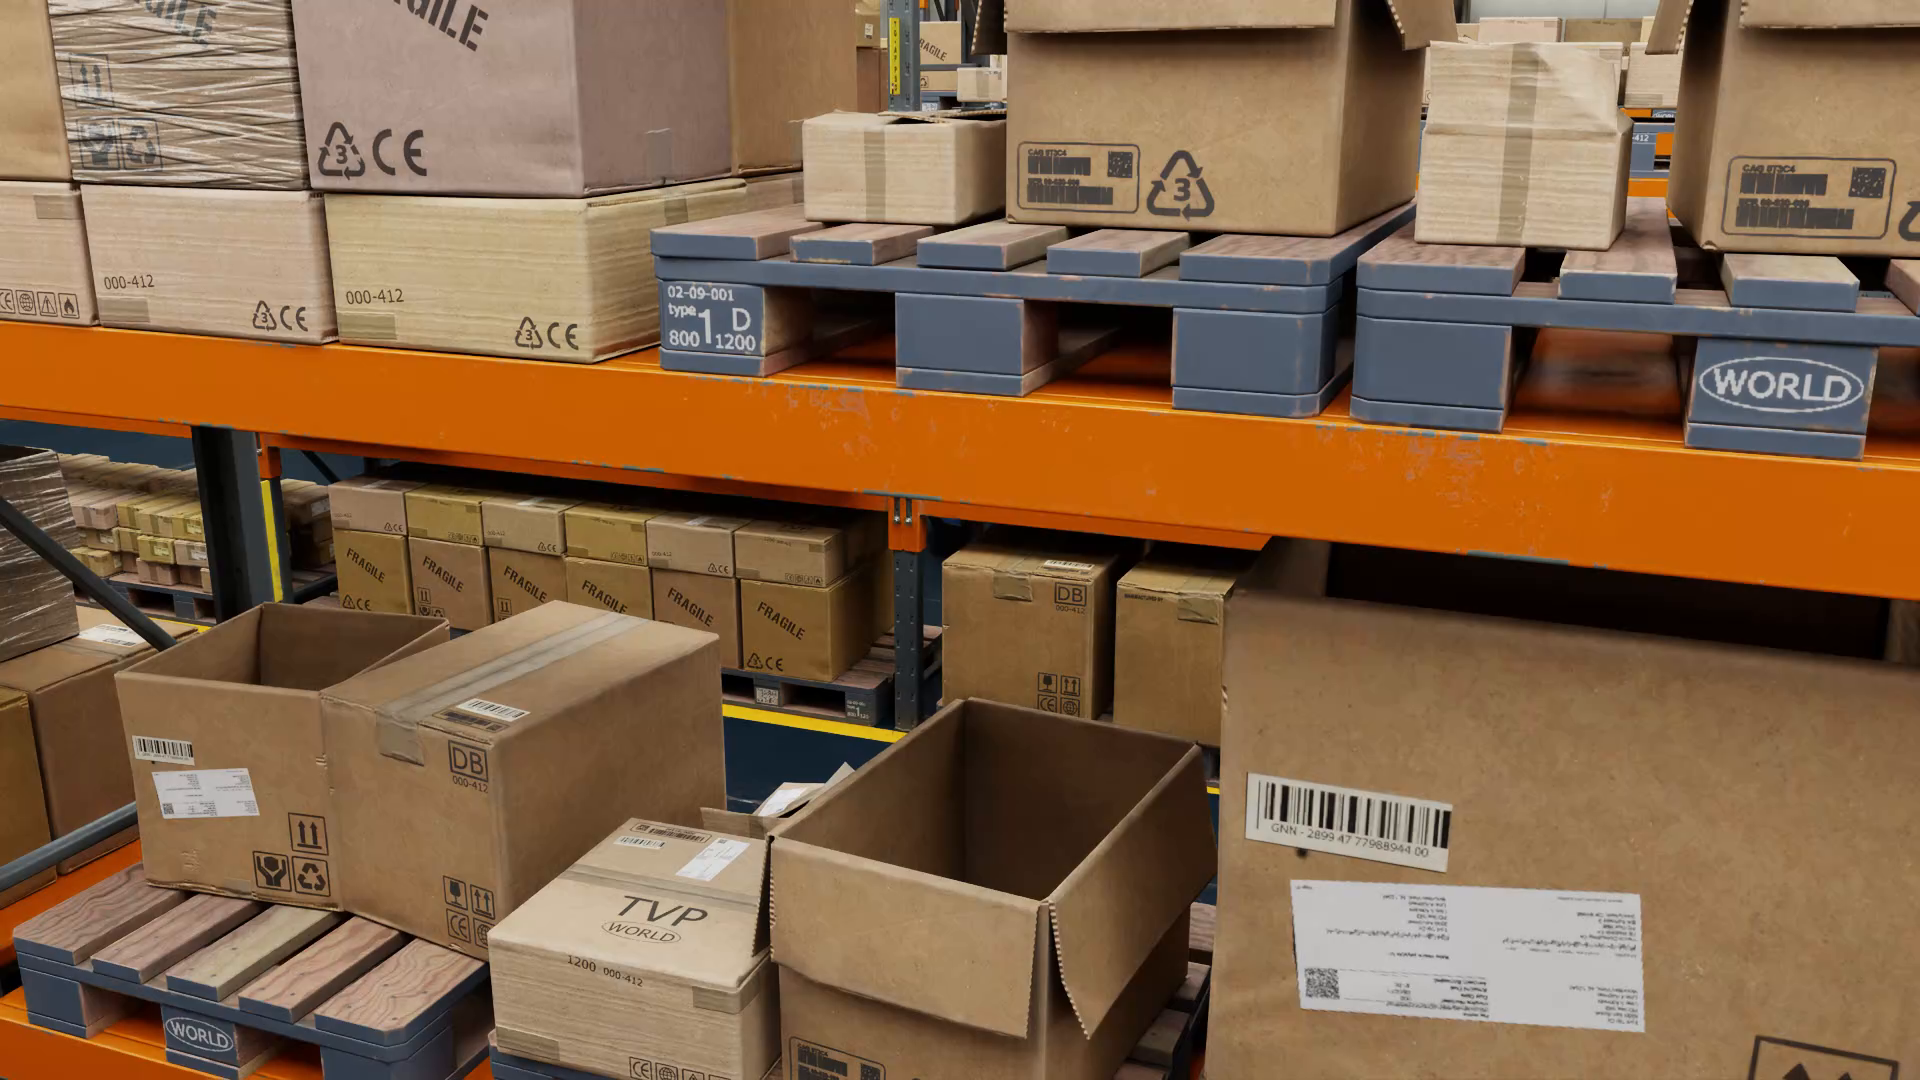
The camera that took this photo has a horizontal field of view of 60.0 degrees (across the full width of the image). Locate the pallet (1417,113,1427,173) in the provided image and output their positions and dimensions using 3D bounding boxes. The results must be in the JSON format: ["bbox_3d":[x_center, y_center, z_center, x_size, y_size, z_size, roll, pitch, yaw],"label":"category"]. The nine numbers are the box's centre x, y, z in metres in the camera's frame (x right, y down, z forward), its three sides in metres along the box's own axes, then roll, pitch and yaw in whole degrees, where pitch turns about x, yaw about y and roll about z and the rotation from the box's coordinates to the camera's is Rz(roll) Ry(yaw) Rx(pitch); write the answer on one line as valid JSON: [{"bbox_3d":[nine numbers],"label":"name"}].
[{"bbox_3d":[1.572,-1.787,7.406,1.213,0.211,1.003,7,18,23],"label":"pallet"}]

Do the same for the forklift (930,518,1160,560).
[{"bbox_3d":[1.280,-1.111,10.243,3.031,2.935,1.130,12,20,36],"label":"forklift"}]

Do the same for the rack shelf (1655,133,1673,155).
[{"bbox_3d":[3.495,-2.787,11.804,4.000,0.370,1.077,6,17,21],"label":"rack shelf"}]

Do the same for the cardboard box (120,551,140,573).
[{"bbox_3d":[-4.979,0.087,10.354,0.250,0.149,0.380,6,17,19],"label":"cardboard box"}]

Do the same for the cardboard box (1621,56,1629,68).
[{"bbox_3d":[4.290,-3.133,11.220,0.500,0.250,0.500,7,17,21],"label":"cardboard box"}]

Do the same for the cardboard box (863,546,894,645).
[{"bbox_3d":[-0.652,0.258,9.136,0.500,0.500,0.500,6,17,18],"label":"cardboard box"}]

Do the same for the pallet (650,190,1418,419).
[{"bbox_3d":[0.218,-0.464,2.847,1.003,0.211,1.213,6,17,21],"label":"pallet"}]

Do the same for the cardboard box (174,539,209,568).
[{"bbox_3d":[-4.474,0.039,9.987,0.250,0.149,0.380,5,17,18],"label":"cardboard box"}]

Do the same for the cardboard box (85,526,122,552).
[{"bbox_3d":[-5.172,-0.056,10.314,0.250,0.149,0.380,7,17,22],"label":"cardboard box"}]

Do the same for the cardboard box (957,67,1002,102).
[{"bbox_3d":[0.164,-2.096,7.652,0.250,0.149,0.380,6,17,18],"label":"cardboard box"}]

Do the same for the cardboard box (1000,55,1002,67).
[{"bbox_3d":[0.644,-3.639,12.515,0.500,0.500,0.700,5,17,18],"label":"cardboard box"}]

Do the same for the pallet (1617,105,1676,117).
[{"bbox_3d":[4.821,-2.929,11.338,1.003,0.211,1.213,6,17,21],"label":"pallet"}]

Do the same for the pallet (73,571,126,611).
[{"bbox_3d":[-5.585,0.144,10.800,1.213,0.211,1.003,6,17,21],"label":"pallet"}]

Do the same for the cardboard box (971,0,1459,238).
[{"bbox_3d":[0.442,-0.779,2.658,0.637,0.503,0.797,7,18,23],"label":"cardboard box"}]

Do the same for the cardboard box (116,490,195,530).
[{"bbox_3d":[-4.934,-0.185,10.224,0.250,0.149,0.380,7,18,22],"label":"cardboard box"}]

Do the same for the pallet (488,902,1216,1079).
[{"bbox_3d":[-0.145,0.958,3.339,1.213,0.211,1.003,6,17,21],"label":"pallet"}]

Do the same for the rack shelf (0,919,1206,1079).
[{"bbox_3d":[-0.141,1.224,3.369,4.000,0.370,1.077,6,17,21],"label":"rack shelf"}]

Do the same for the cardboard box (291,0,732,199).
[{"bbox_3d":[-0.718,-0.838,2.723,0.500,0.500,0.500,6,17,19],"label":"cardboard box"}]

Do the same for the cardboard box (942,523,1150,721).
[{"bbox_3d":[0.446,0.362,8.329,0.750,0.750,1.050,6,17,20],"label":"cardboard box"}]

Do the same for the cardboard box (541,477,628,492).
[{"bbox_3d":[-2.053,-0.256,9.560,0.500,0.250,0.500,5,17,18],"label":"cardboard box"}]

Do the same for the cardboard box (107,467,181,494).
[{"bbox_3d":[-5.282,-0.350,10.792,0.250,0.149,0.380,6,17,18],"label":"cardboard box"}]

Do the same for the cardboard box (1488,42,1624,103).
[{"bbox_3d":[2.404,-1.881,6.728,0.500,0.250,0.500,6,17,20],"label":"cardboard box"}]

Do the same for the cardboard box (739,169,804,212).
[{"bbox_3d":[-0.537,-0.611,3.285,0.500,0.250,0.500,7,18,22],"label":"cardboard box"}]

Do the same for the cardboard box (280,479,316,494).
[{"bbox_3d":[-4.287,-0.262,10.491,0.250,0.149,0.380,7,18,23],"label":"cardboard box"}]

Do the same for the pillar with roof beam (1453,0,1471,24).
[{"bbox_3d":[3.416,-5.049,12.926,0.400,9.000,9.100,6,17,21],"label":"pillar with roof beam"}]

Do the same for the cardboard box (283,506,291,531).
[{"bbox_3d":[-4.235,-0.099,9.927,0.250,0.149,0.380,7,18,22],"label":"cardboard box"}]

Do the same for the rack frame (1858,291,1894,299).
[{"bbox_3d":[3.634,-0.193,6.959,0.127,3.000,1.000,6,17,21],"label":"rack frame"}]

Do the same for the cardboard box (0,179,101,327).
[{"bbox_3d":[-1.658,-0.581,3.183,0.500,0.250,0.500,7,17,22],"label":"cardboard box"}]

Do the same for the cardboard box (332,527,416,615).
[{"bbox_3d":[-3.218,0.131,9.571,0.500,0.500,0.500,7,18,23],"label":"cardboard box"}]

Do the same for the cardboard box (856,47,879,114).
[{"bbox_3d":[-0.712,-2.084,7.911,0.500,0.500,0.500,6,17,21],"label":"cardboard box"}]

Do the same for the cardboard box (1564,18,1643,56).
[{"bbox_3d":[4.492,-3.510,11.622,0.500,0.250,0.500,6,17,19],"label":"cardboard box"}]

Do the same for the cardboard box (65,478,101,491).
[{"bbox_3d":[-5.666,-0.267,10.506,0.250,0.149,0.380,6,17,21],"label":"cardboard box"}]

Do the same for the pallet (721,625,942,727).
[{"bbox_3d":[-0.814,0.656,9.034,1.213,0.211,1.003,6,17,21],"label":"pallet"}]

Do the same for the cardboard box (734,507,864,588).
[{"bbox_3d":[-0.820,0.034,8.561,0.500,0.250,0.500,6,17,19],"label":"cardboard box"}]

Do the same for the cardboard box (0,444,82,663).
[{"bbox_3d":[-2.676,0.065,4.092,0.637,0.503,0.797,7,18,23],"label":"cardboard box"}]

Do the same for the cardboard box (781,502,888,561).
[{"bbox_3d":[-0.640,-0.097,9.013,0.500,0.250,0.500,5,17,18],"label":"cardboard box"}]

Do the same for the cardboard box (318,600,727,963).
[{"bbox_3d":[-0.928,0.500,3.639,0.500,0.500,0.700,9,19,29],"label":"cardboard box"}]

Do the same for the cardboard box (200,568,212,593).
[{"bbox_3d":[-4.298,0.204,9.951,0.250,0.149,0.380,7,17,21],"label":"cardboard box"}]

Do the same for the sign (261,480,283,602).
[{"bbox_3d":[-1.811,0.014,4.311,0.005,0.325,0.100,6,17,21],"label":"sign"}]

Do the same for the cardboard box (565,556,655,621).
[{"bbox_3d":[-1.775,0.293,9.015,0.500,0.500,0.500,5,17,18],"label":"cardboard box"}]

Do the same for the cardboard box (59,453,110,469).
[{"bbox_3d":[-5.956,-0.461,11.173,0.250,0.149,0.380,7,18,23],"label":"cardboard box"}]

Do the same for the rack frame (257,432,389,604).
[{"bbox_3d":[-3.809,-1.012,9.778,0.127,3.000,1.000,6,17,21],"label":"rack frame"}]

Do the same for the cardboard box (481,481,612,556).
[{"bbox_3d":[-2.249,-0.122,9.098,0.500,0.250,0.500,7,18,23],"label":"cardboard box"}]

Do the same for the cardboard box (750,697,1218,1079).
[{"bbox_3d":[0.073,0.678,3.019,0.637,0.503,0.797,8,18,26],"label":"cardboard box"}]

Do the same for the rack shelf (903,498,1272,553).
[{"bbox_3d":[1.773,-0.052,7.764,4.000,0.370,1.077,6,17,21],"label":"rack shelf"}]
